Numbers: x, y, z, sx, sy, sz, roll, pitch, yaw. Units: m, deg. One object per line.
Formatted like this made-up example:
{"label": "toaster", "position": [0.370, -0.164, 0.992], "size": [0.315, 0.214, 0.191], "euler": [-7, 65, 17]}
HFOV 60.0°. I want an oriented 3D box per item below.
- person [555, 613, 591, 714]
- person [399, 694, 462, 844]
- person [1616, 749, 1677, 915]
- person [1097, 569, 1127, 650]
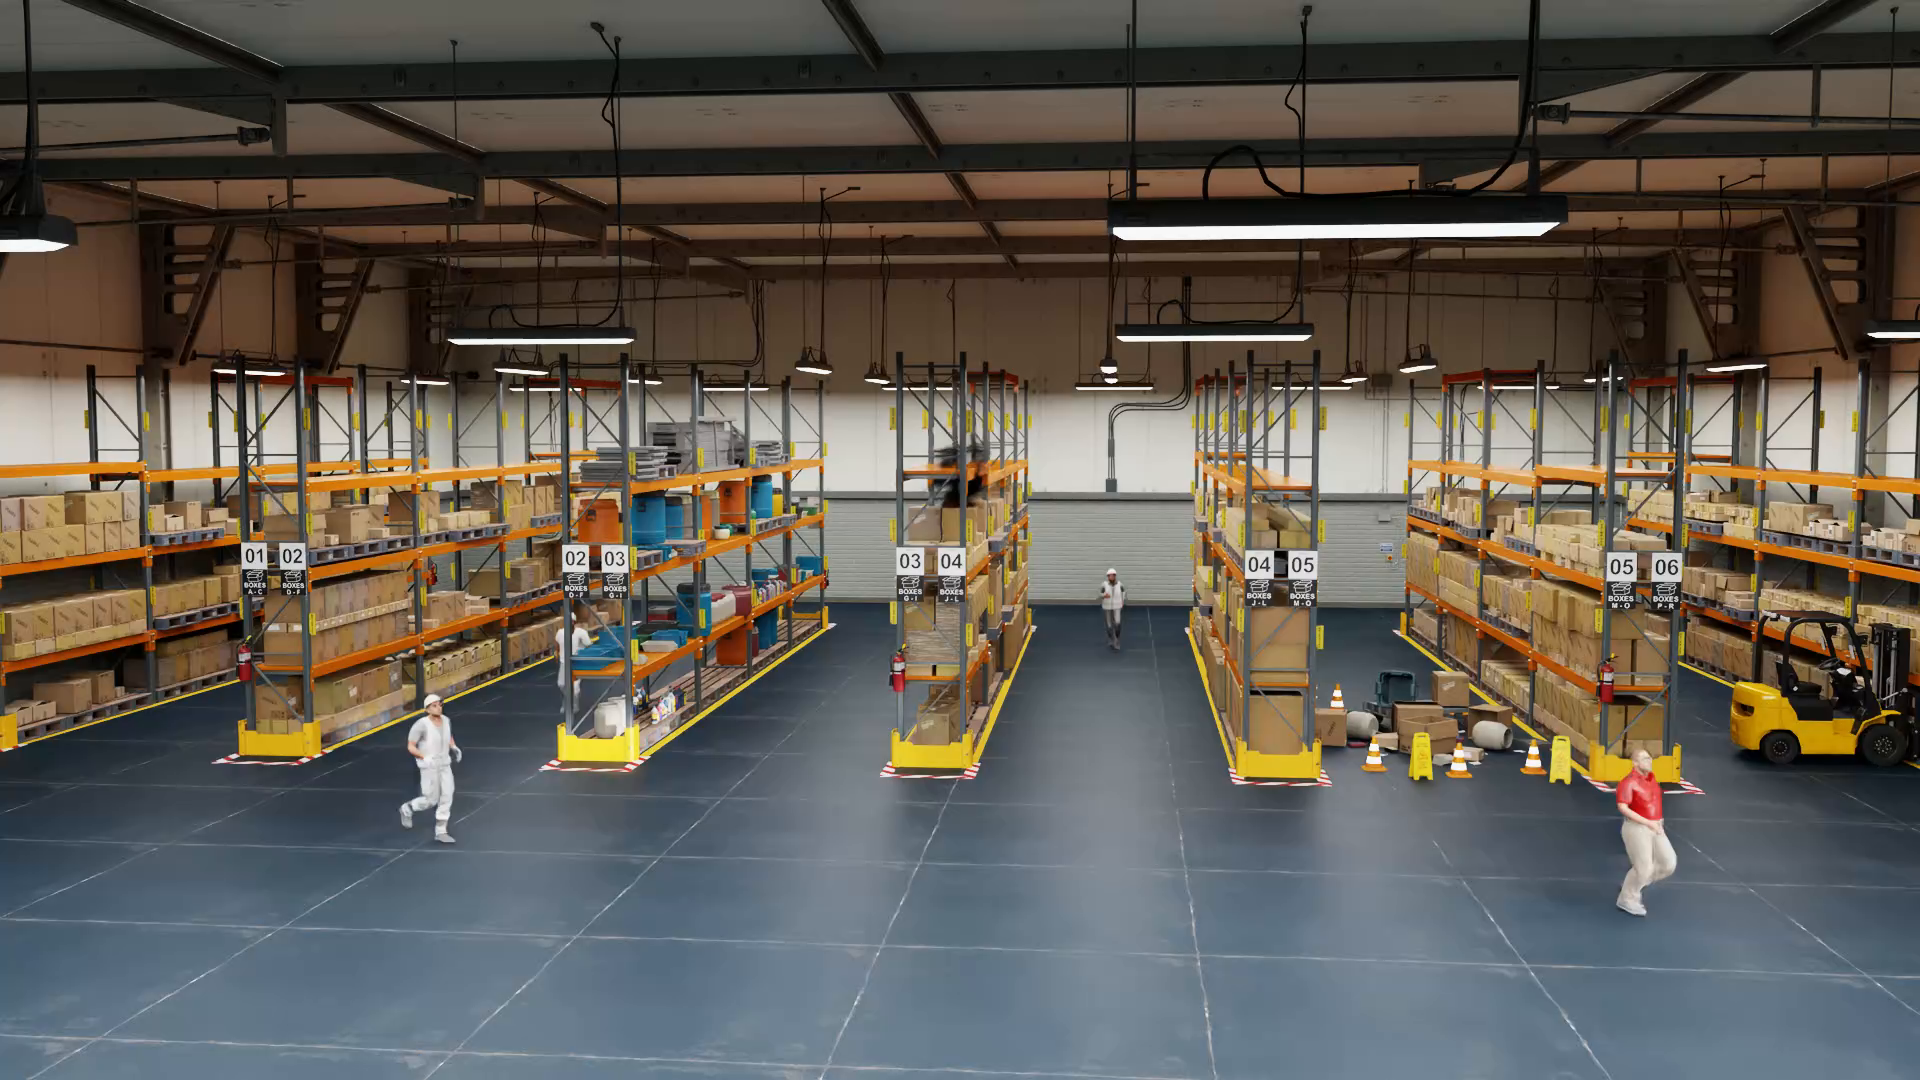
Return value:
{"label": "person", "position": [-6.639, 2.110, 28.388], "size": [0.697, 1.753, 0.672], "euler": [0, 4, 4]}
{"label": "person", "position": [-6.320, 2.718, 19.922], "size": [0.755, 1.771, 0.661], "euler": [3, 5, 33]}
{"label": "person", "position": [6.967, 2.962, 16.885], "size": [0.674, 1.688, 0.551], "euler": [-3, 5, -37]}
{"label": "person", "position": [3.353, 1.524, 36.706], "size": [0.640, 1.795, 0.777], "euler": [0, 4, 6]}
